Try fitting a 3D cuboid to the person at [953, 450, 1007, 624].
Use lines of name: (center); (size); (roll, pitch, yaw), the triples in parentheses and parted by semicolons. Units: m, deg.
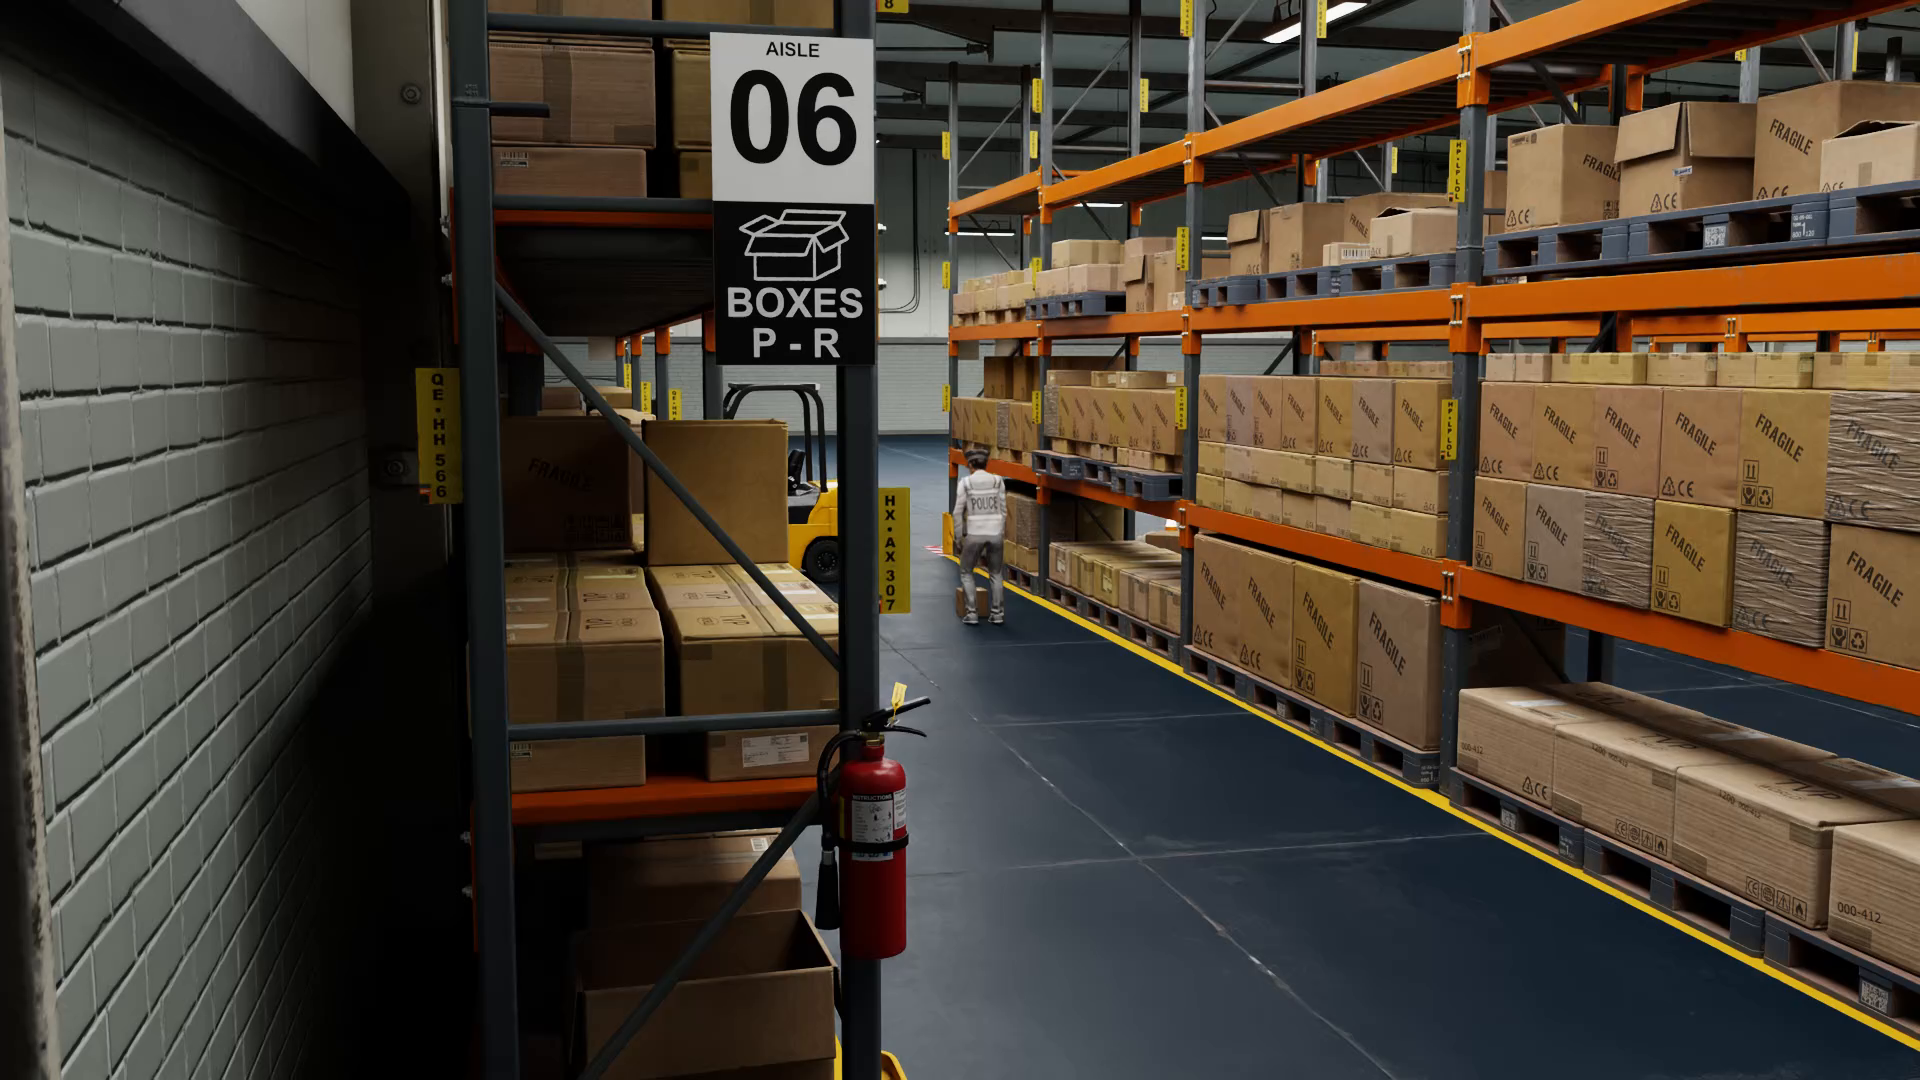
person: (0.181, -0.025, 15.243); (0.508, 1.604, 0.485); (-1, 6, -10)
